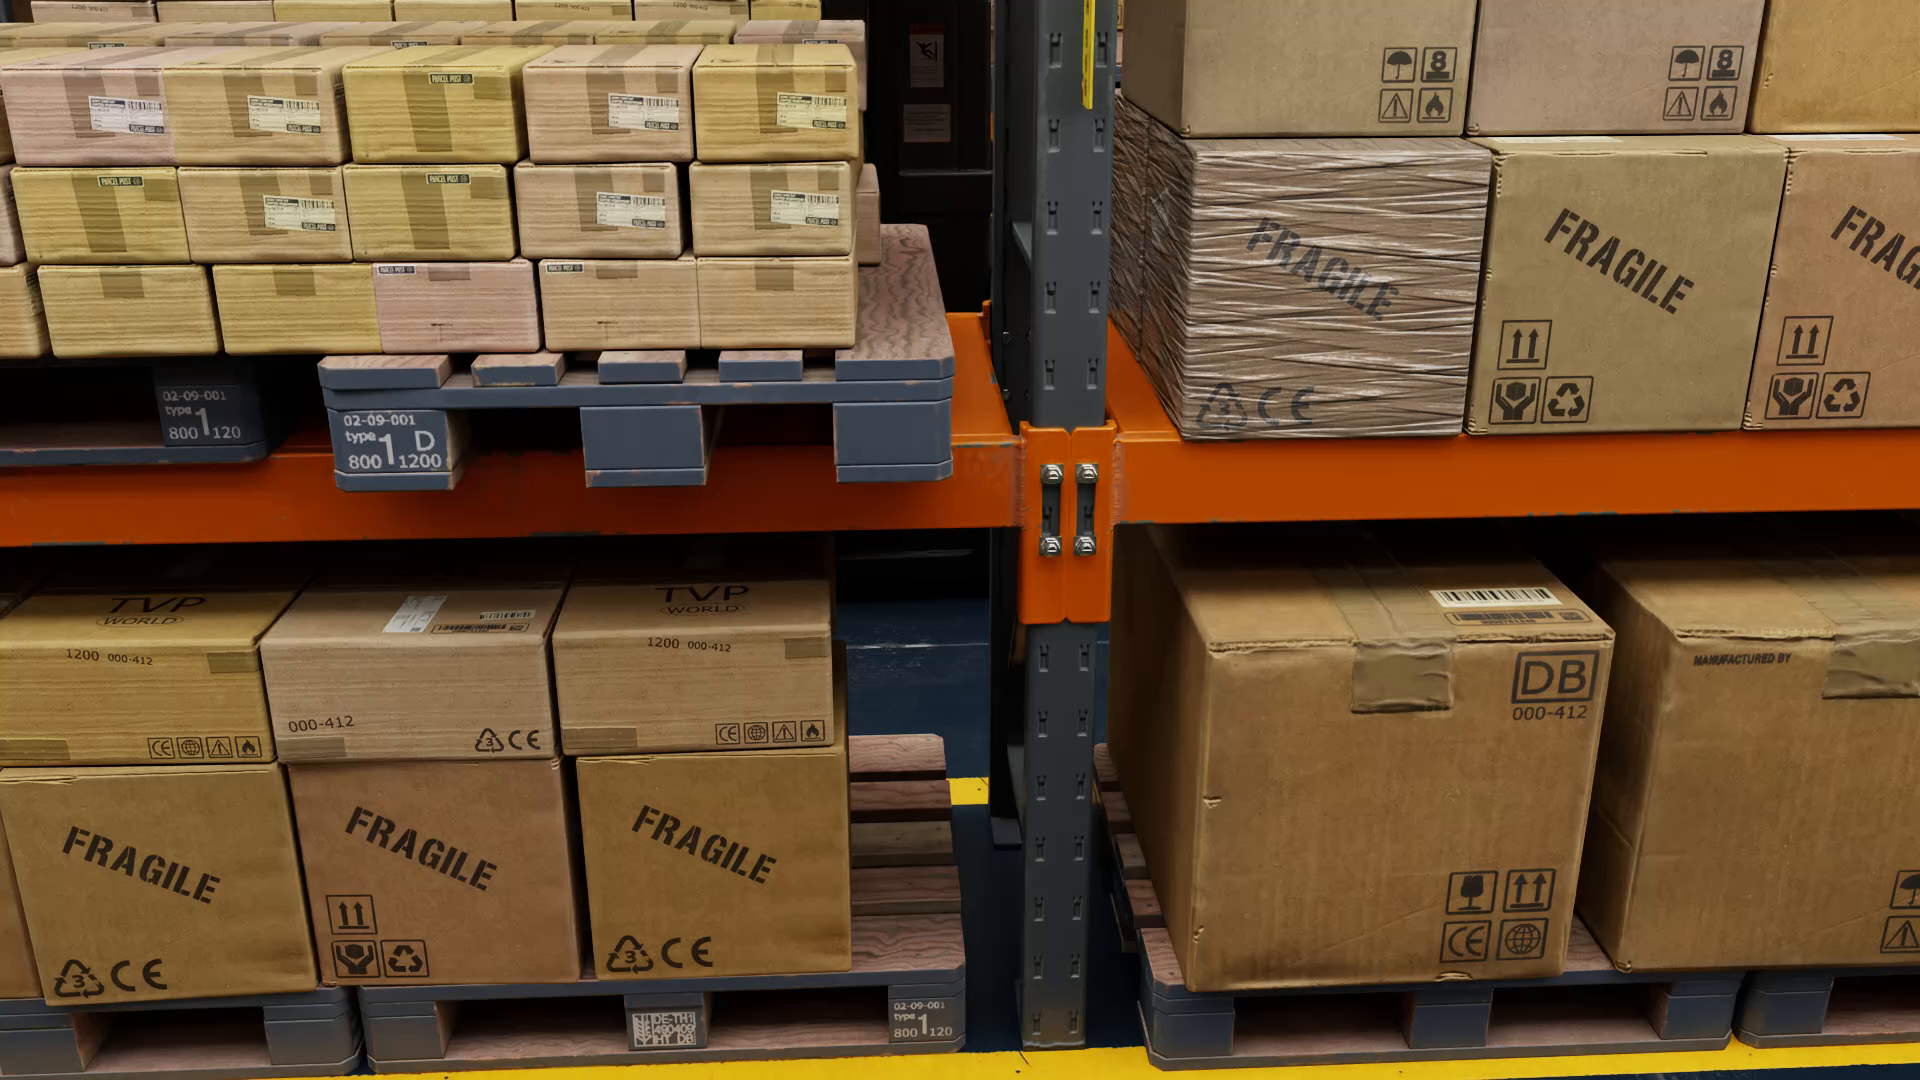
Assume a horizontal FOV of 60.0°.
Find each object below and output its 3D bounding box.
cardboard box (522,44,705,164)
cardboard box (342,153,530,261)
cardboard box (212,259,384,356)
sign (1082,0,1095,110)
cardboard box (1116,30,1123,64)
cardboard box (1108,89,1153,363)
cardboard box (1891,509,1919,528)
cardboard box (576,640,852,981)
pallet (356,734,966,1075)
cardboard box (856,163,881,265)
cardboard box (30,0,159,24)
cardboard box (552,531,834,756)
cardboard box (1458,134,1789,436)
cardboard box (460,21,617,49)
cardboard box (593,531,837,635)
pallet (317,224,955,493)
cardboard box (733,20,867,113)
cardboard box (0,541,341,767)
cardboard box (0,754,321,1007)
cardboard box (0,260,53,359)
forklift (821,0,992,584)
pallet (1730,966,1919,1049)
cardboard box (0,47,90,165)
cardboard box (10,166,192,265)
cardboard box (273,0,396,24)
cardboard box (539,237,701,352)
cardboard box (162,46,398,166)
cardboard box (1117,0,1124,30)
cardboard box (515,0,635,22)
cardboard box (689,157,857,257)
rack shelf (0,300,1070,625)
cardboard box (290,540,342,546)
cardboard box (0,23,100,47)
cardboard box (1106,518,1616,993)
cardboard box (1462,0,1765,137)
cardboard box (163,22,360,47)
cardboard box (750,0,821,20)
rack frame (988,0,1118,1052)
[{"bbox_3d":[-0.551,-0.719,2.719,0.250,0.149,0.380,-1,21,-4],"label":"cardboard box"},{"bbox_3d":[-0.833,-0.573,2.754,0.250,0.149,0.380,-1,21,-2],"label":"cardboard box"},{"bbox_3d":[-1.057,-0.431,2.800,0.250,0.149,0.380,-1,21,-4],"label":"cardboard box"},{"bbox_3d":[0.204,-0.850,2.623,0.005,0.325,0.100,-1,21,-3],"label":"sign"},{"bbox_3d":[0.675,-2.297,7.703,0.250,0.149,0.380,-3,21,-7],"label":"cardboard box"},{"bbox_3d":[0.598,-0.690,3.577,0.500,0.500,0.500,-1,21,-3],"label":"cardboard box"},{"bbox_3d":[2.579,0.298,3.694,0.750,0.750,1.050,-1,21,-3],"label":"cardboard box"},{"bbox_3d":[-0.479,0.539,3.411,0.500,0.500,0.500,-1,21,-3],"label":"cardboard box"},{"bbox_3d":[-0.617,0.780,3.776,1.213,0.211,1.003,-1,21,-3],"label":"pallet"},{"bbox_3d":[-0.295,-0.680,3.455,0.250,0.149,0.380,-1,21,-4],"label":"cardboard box"},{"bbox_3d":[-3.758,-2.286,7.418,0.500,0.250,0.500,-2,21,-5],"label":"cardboard box"},{"bbox_3d":[-0.504,0.190,3.276,0.500,0.250,0.500,-2,21,-4],"label":"cardboard box"},{"bbox_3d":[1.135,-0.510,3.104,0.500,0.500,0.500,-1,21,-4],"label":"cardboard box"},{"bbox_3d":[-0.822,-0.945,3.315,0.250,0.149,0.380,-1,21,-3],"label":"cardboard box"},{"bbox_3d":[-0.539,0.011,3.746,0.500,0.250,0.500,-2,21,-6],"label":"cardboard box"},{"bbox_3d":[-0.542,-0.397,3.217,1.003,0.211,1.213,-1,21,-3],"label":"pallet"},{"bbox_3d":[-0.313,-0.955,3.340,0.250,0.149,0.380,-1,21,-3],"label":"cardboard box"},{"bbox_3d":[-1.516,0.209,3.226,0.500,0.250,0.500,-1,21,-2],"label":"cardboard box"},{"bbox_3d":[-1.524,0.565,3.344,0.500,0.500,0.500,-2,21,-5],"label":"cardboard box"},{"bbox_3d":[-1.584,-0.420,2.772,0.250,0.149,0.380,-1,21,-1],"label":"cardboard box"},{"bbox_3d":[-0.644,-1.348,5.543,3.031,2.935,1.130,-2,21,-5],"label":"forklift"},{"bbox_3d":[2.170,0.751,3.850,1.213,0.211,1.003,-1,21,-3],"label":"pallet"},{"bbox_3d":[-1.591,-0.697,2.664,0.250,0.149,0.380,0,21,0],"label":"cardboard box"},{"bbox_3d":[-1.331,-0.563,2.730,0.250,0.149,0.380,-1,21,-3],"label":"cardboard box"},{"bbox_3d":[-2.734,-2.308,7.474,0.500,0.250,0.500,-1,21,-2],"label":"cardboard box"},{"bbox_3d":[-0.551,-0.440,2.824,0.250,0.149,0.380,-1,21,-3],"label":"cardboard box"},{"bbox_3d":[-1.078,-0.706,2.688,0.250,0.149,0.380,-1,21,-1],"label":"cardboard box"},{"bbox_3d":[0.762,-2.617,7.630,0.500,0.500,0.500,0,21,0],"label":"cardboard box"},{"bbox_3d":[-1.711,-2.329,7.531,0.500,0.250,0.500,-2,21,-4],"label":"cardboard box"},{"bbox_3d":[-0.304,-0.585,2.786,0.250,0.149,0.380,-1,21,-2],"label":"cardboard box"},{"bbox_3d":[-1.833,-0.162,3.342,4.000,0.370,1.077,-1,21,-3],"label":"rack shelf"},{"bbox_3d":[-1.540,0.027,3.704,0.500,0.250,0.500,-1,21,-3],"label":"cardboard box"},{"bbox_3d":[-1.870,-0.924,3.259,0.250,0.149,0.380,-1,21,-4],"label":"cardboard box"},{"bbox_3d":[0.777,0.336,3.594,0.750,0.750,1.050,-1,21,-4],"label":"cardboard box"},{"bbox_3d":[1.117,-1.069,3.168,0.500,0.500,0.700,-1,21,-4],"label":"cardboard box"},{"bbox_3d":[-1.357,-0.934,3.285,0.250,0.149,0.380,0,21,-1],"label":"cardboard box"},{"bbox_3d":[-0.689,-2.359,7.608,0.500,0.250,0.500,-1,21,-3],"label":"cardboard box"},{"bbox_3d":[0.164,-0.539,3.320,0.127,3.000,1.000,-1,21,-3],"label":"rack frame"}]
